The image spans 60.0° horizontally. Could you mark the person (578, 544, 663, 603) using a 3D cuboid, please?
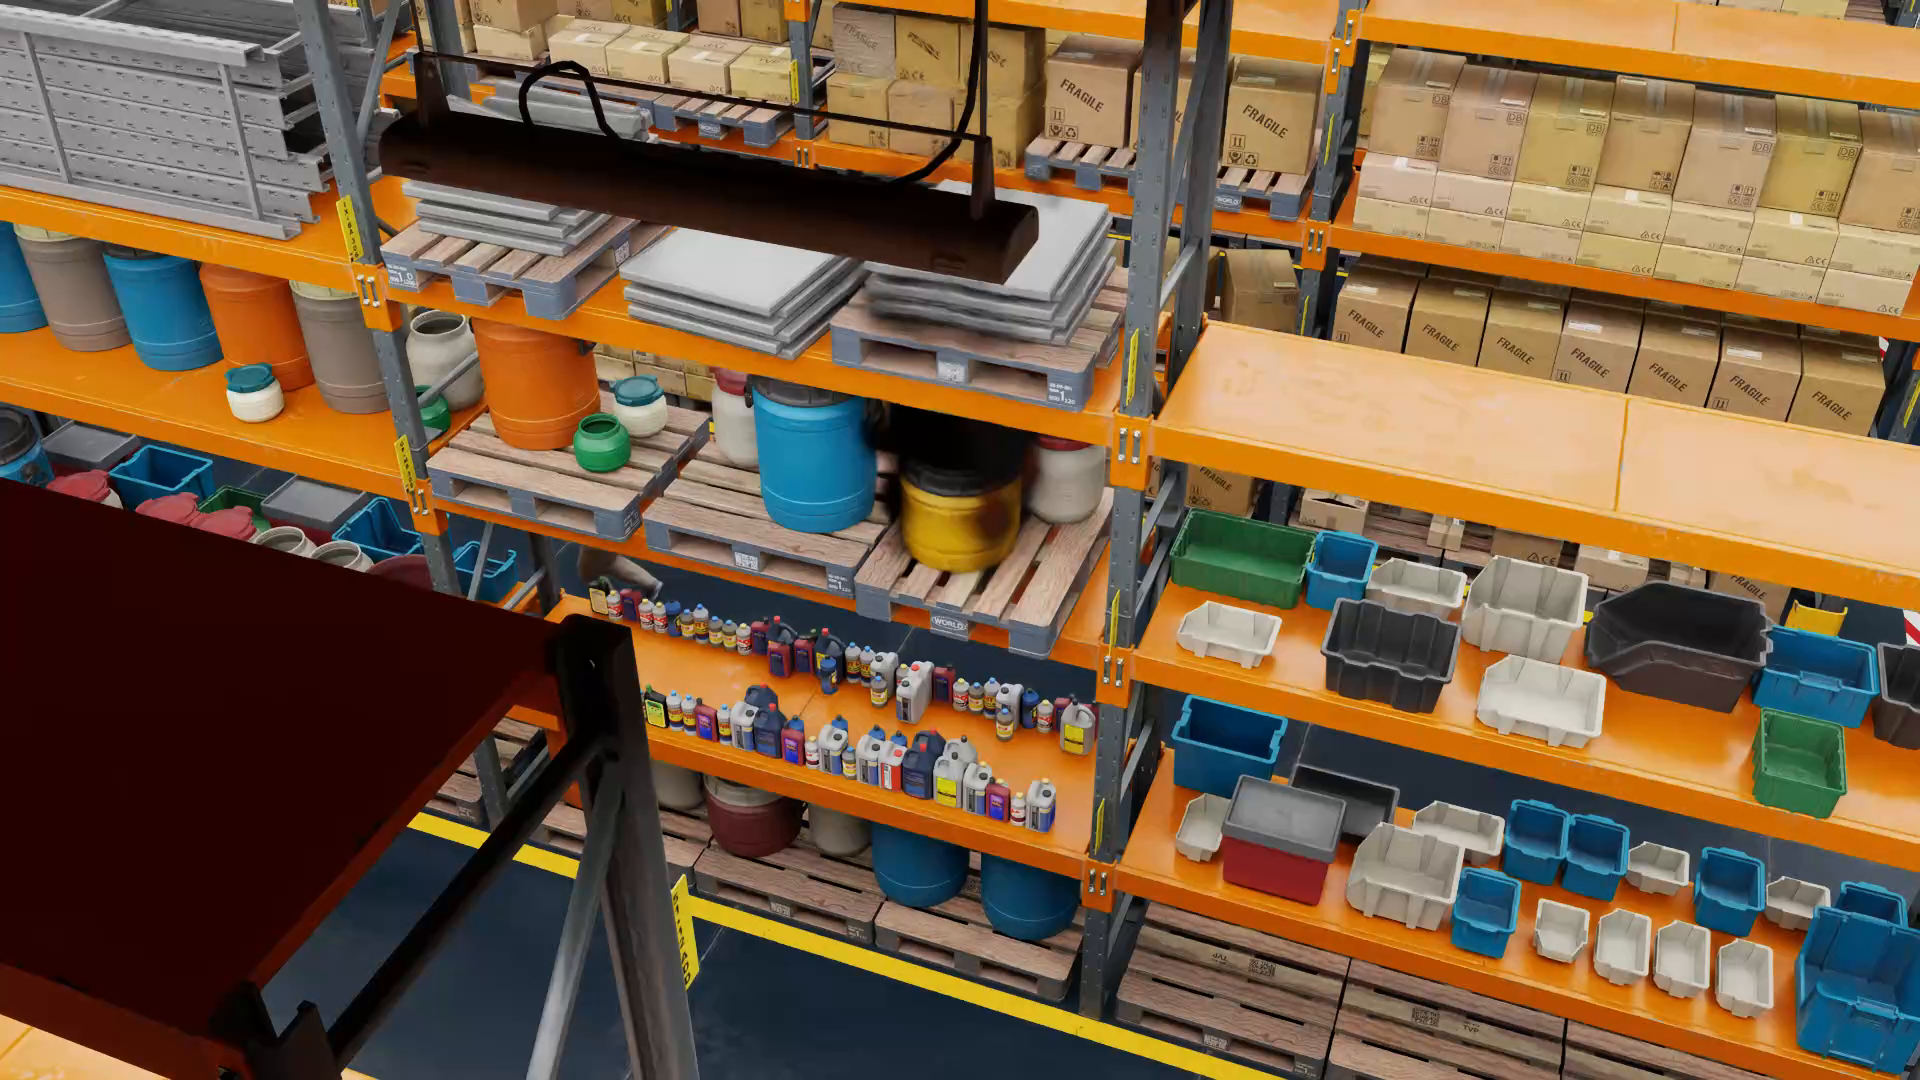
[{"bbox_3d":[-2.552,-0.060,12.063,0.626,1.674,0.660,9,37,12],"label":"person"}]
